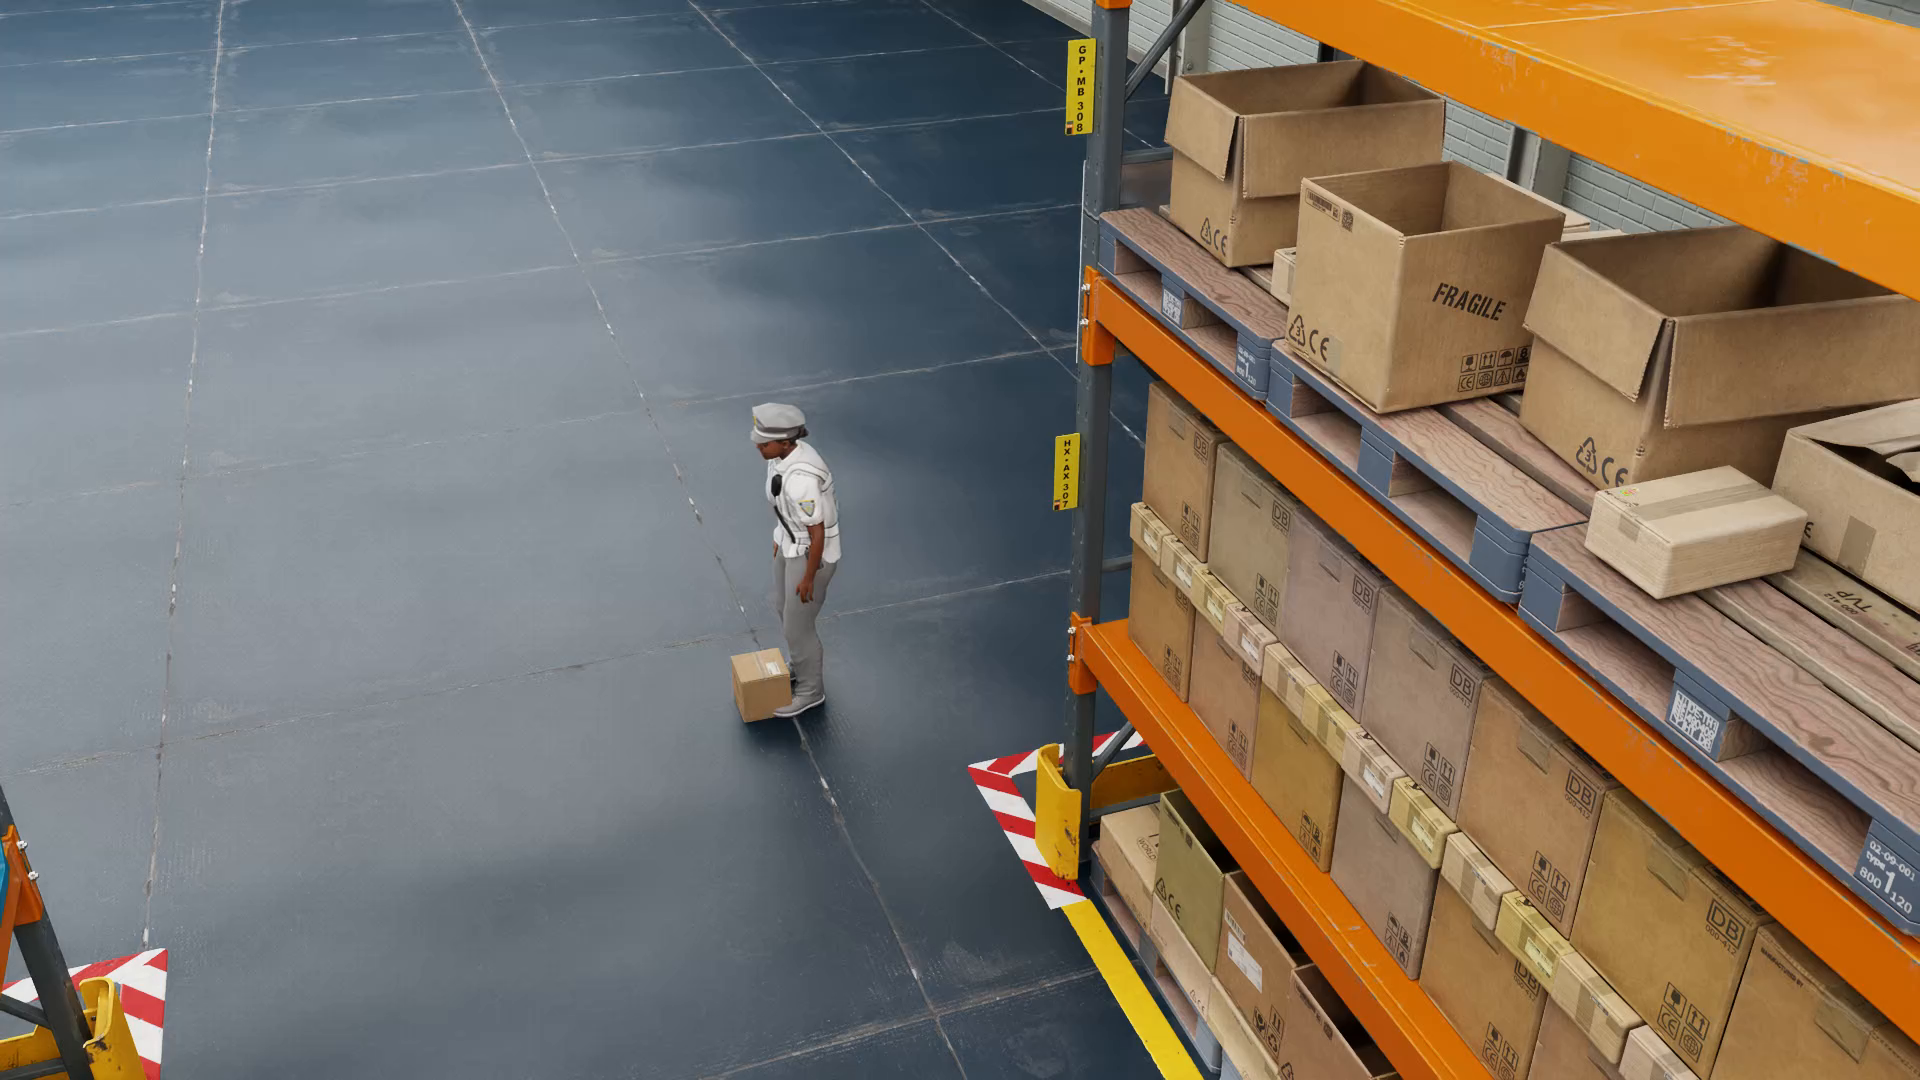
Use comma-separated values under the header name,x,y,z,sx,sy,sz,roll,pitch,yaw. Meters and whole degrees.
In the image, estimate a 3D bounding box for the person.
name,x,y,z,sx,sy,sz,roll,pitch,yaw
person,-0.808,0.085,8.193,0.417,1.657,0.514,-11,32,-18
